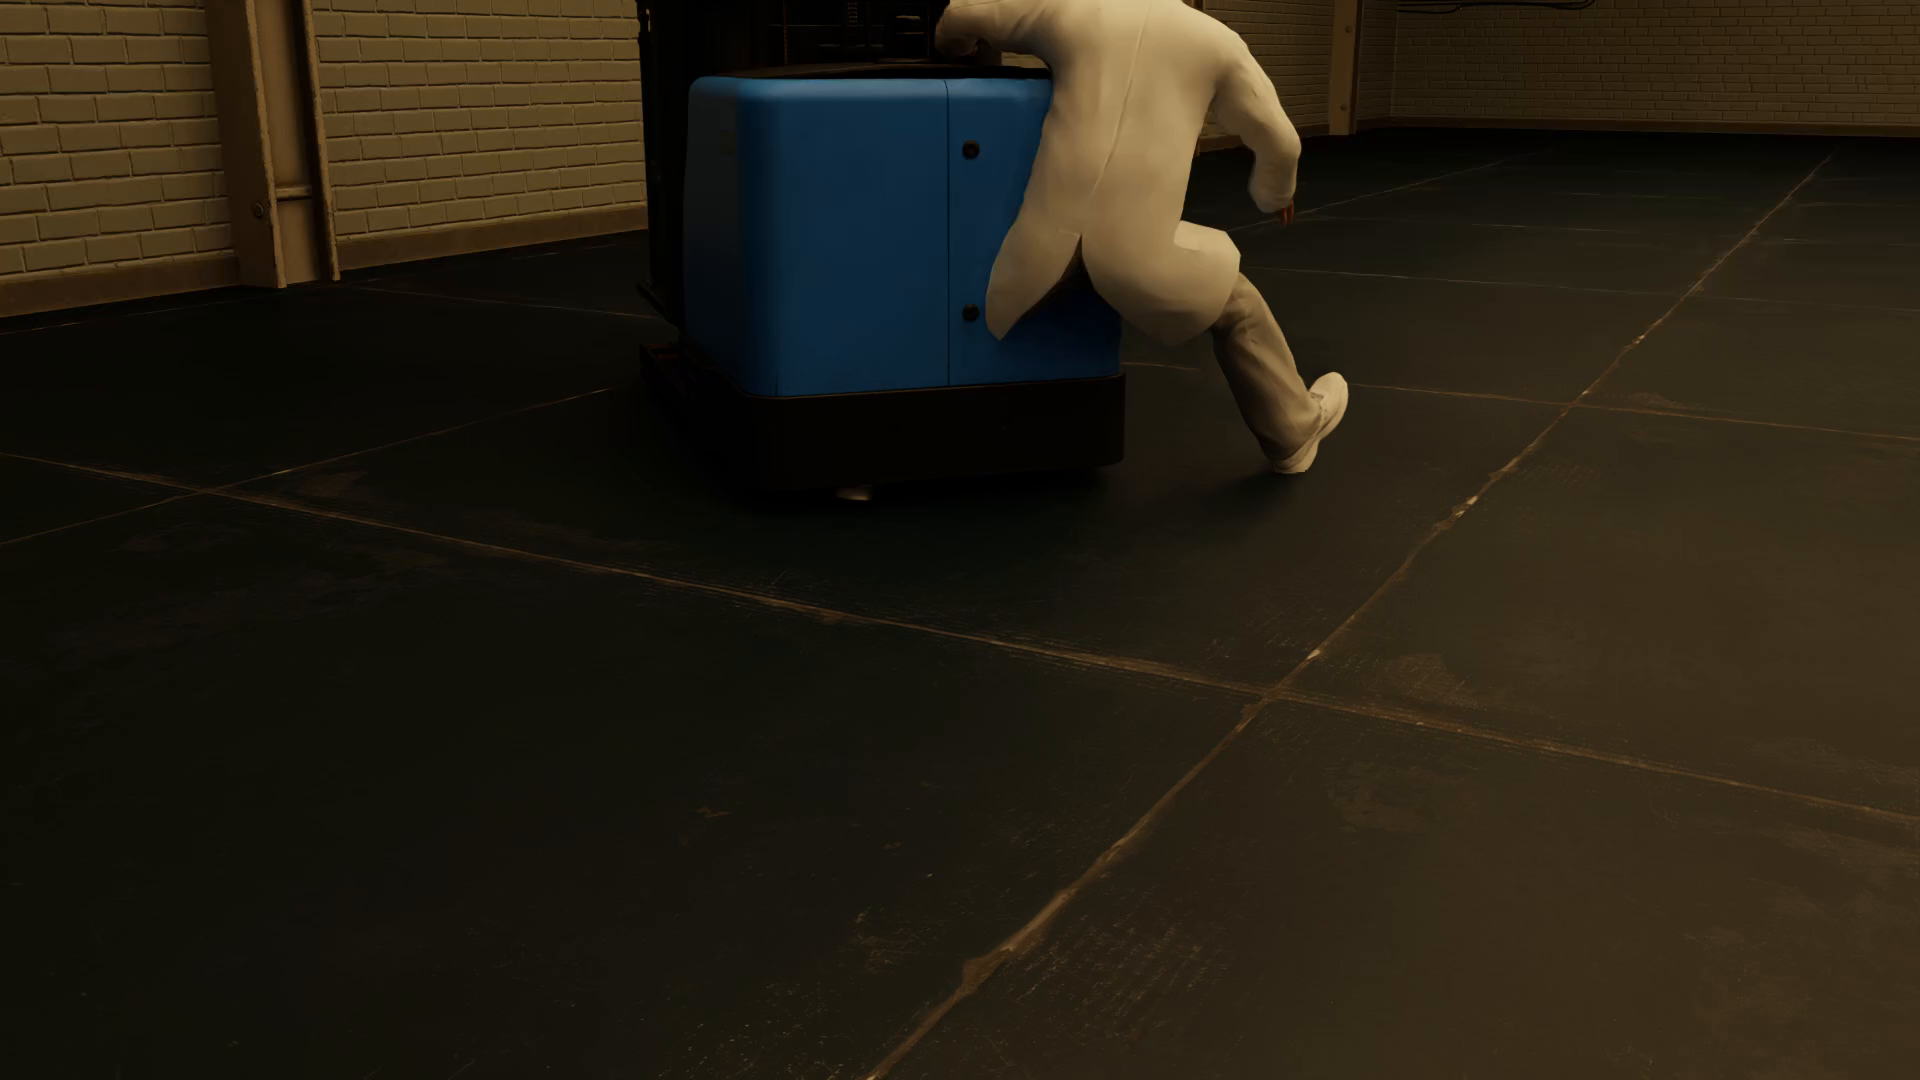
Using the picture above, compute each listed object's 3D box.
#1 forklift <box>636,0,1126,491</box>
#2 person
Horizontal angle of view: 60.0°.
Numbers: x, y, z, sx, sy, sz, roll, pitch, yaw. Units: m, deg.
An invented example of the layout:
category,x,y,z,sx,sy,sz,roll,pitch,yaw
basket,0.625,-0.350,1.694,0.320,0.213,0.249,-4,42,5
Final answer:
category,x,y,z,sx,sy,sz,roll,pitch,yaw
forklift,-0.489,-1.905,5.321,1.130,2.935,3.031,-5,17,-17
person,0.374,-0.828,4.425,1.314,1.414,0.943,4,17,15
